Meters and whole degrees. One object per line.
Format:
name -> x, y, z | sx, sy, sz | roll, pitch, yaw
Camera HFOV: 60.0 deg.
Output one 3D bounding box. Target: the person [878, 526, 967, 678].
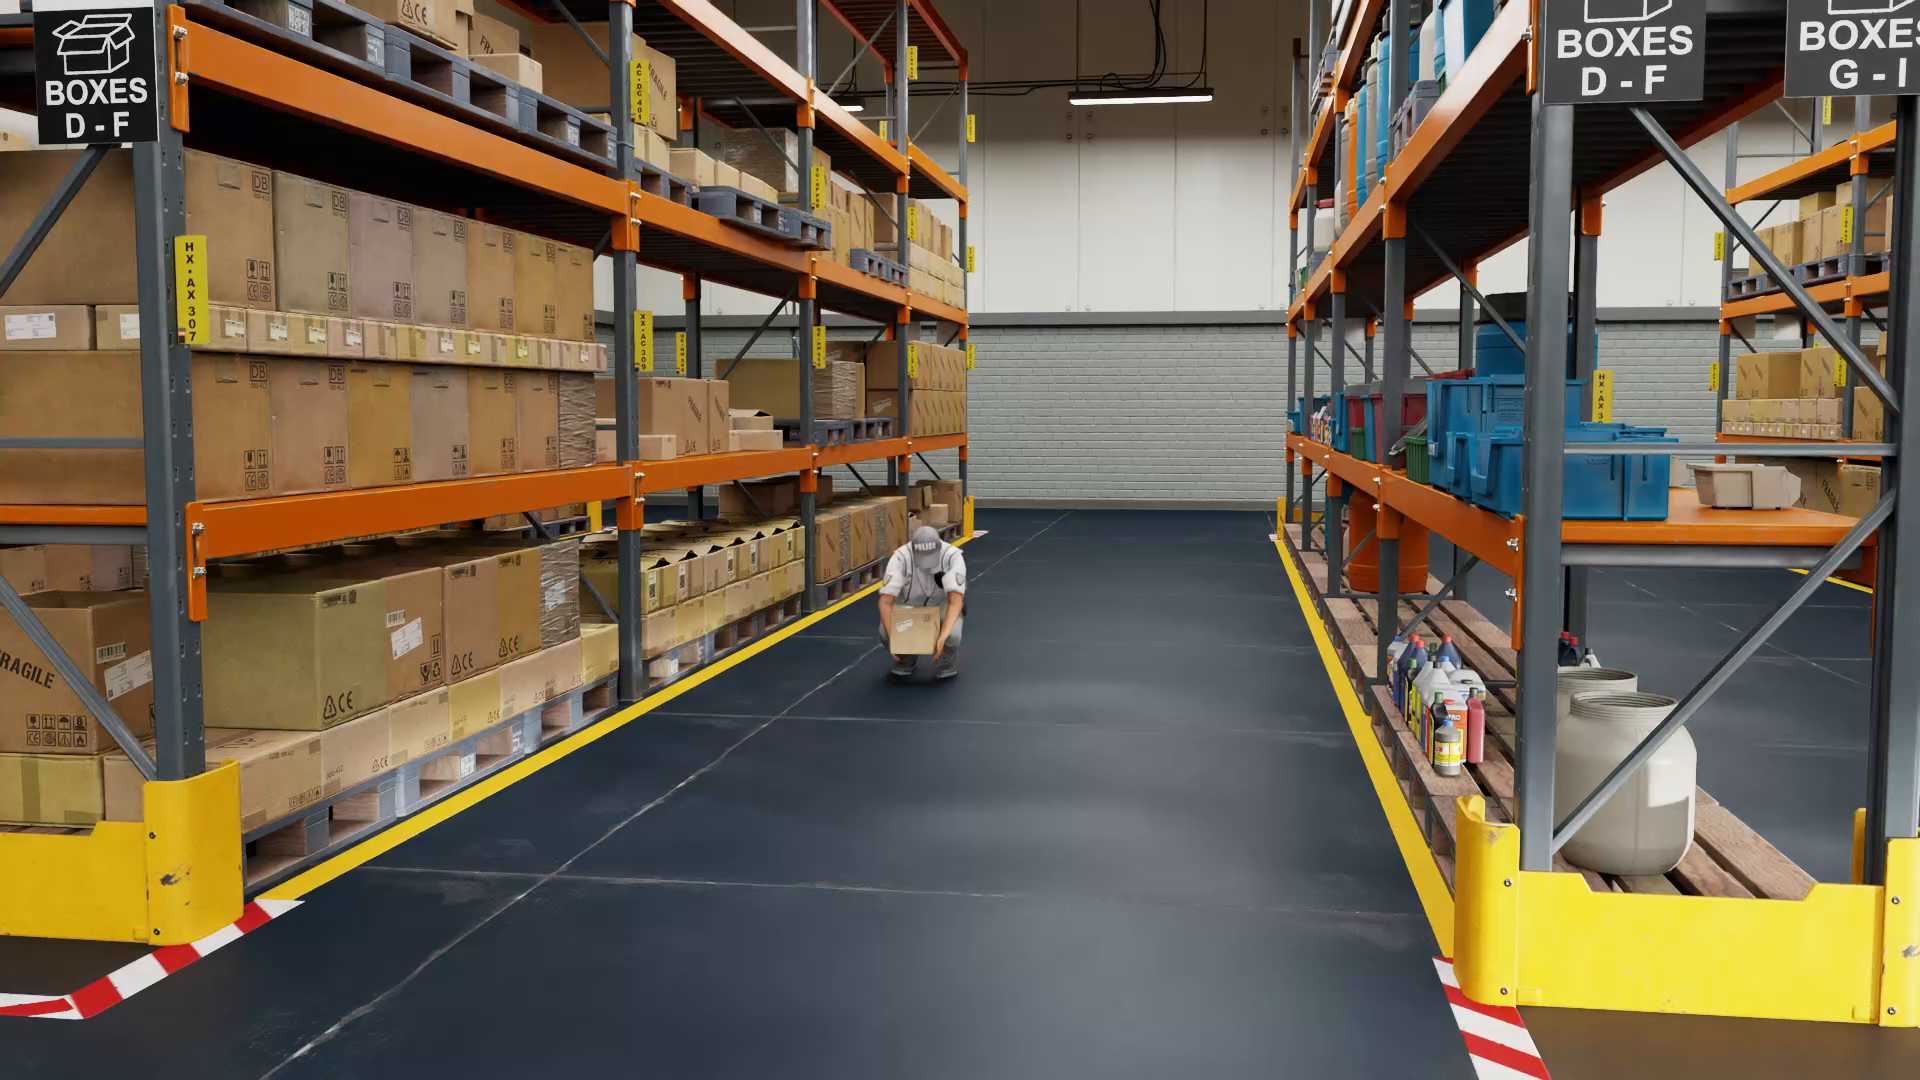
person -> -0.211, 0.364, 10.011 | 0.528, 0.934, 0.845 | 1, 5, 9
